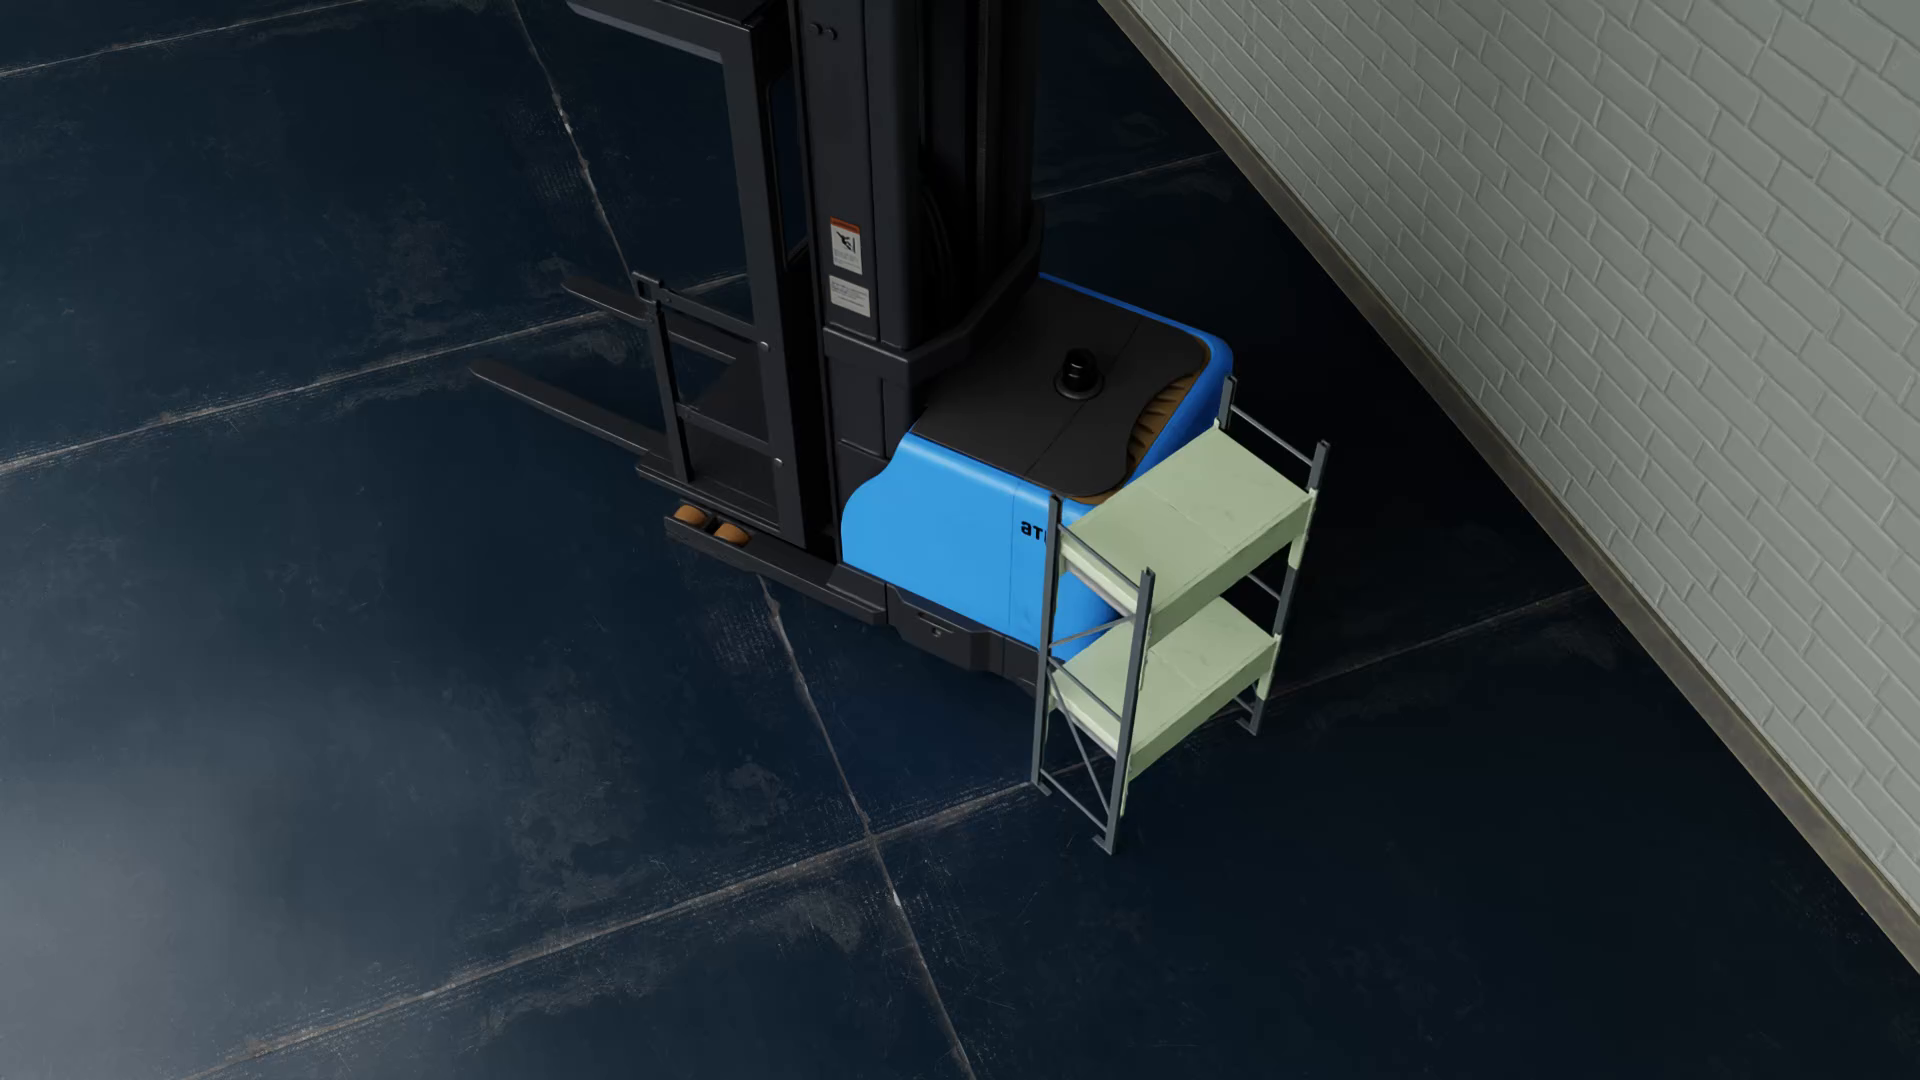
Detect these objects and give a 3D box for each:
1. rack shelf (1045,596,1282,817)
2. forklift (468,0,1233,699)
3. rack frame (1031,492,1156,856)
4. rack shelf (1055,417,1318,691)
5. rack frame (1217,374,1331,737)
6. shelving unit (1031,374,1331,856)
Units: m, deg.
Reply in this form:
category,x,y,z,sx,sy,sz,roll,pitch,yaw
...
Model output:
category,x,y,z,sx,sy,sz,roll,pitch,yaw
rack shelf,0.665,0.498,5.603,0.720,0.370,0.431,-34,57,-26
forklift,-0.570,-1.181,5.673,3.031,2.935,1.130,23,53,19
rack frame,0.392,0.470,5.197,0.023,1.500,0.400,-34,57,-26
rack shelf,0.667,0.033,5.058,0.720,0.370,0.431,-34,57,-26
rack frame,0.940,0.102,5.513,0.023,1.500,0.400,-34,57,-26
shelving unit,0.666,0.286,5.355,0.755,1.500,0.431,-34,57,-26
